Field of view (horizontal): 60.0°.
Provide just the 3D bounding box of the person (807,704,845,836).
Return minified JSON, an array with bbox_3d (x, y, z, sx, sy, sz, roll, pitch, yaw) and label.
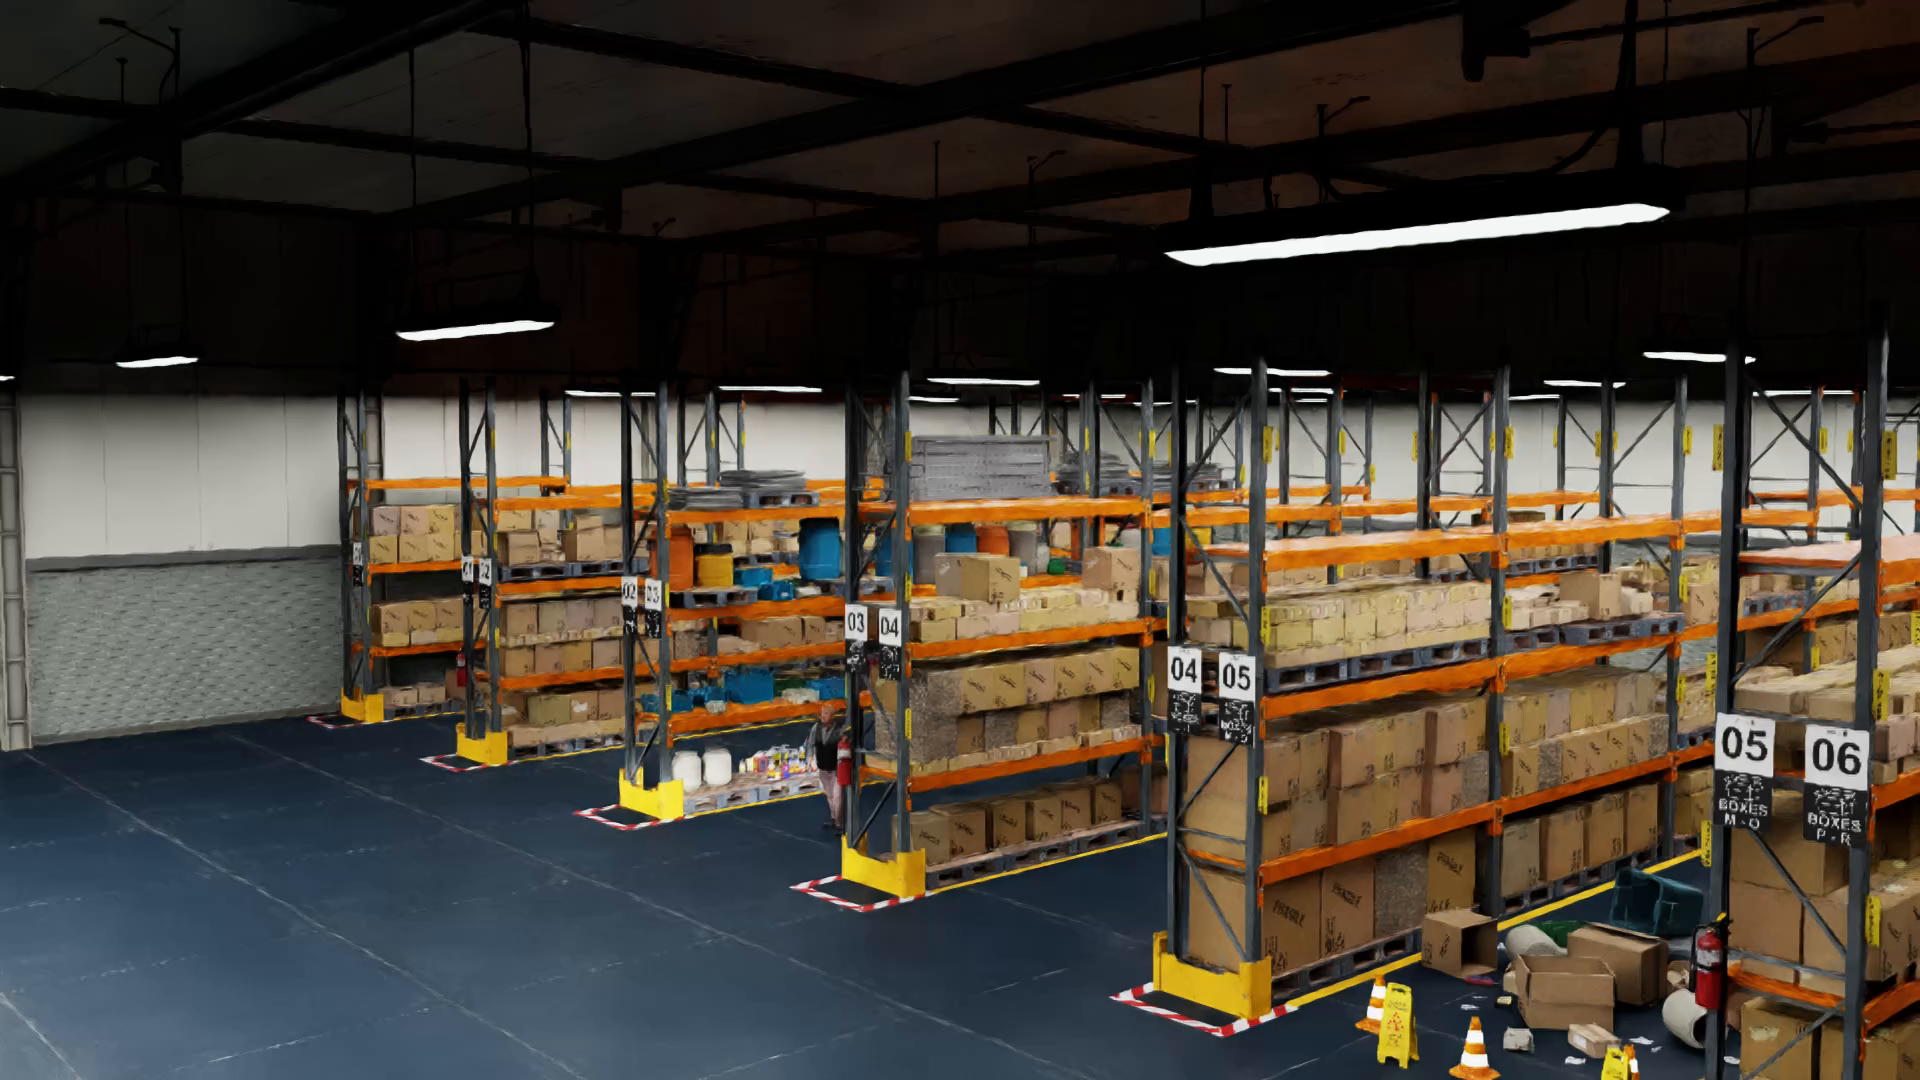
[{"bbox_3d":[-1.598,2.926,21.360,0.626,1.660,0.784,2,4,29],"label":"person"}]
